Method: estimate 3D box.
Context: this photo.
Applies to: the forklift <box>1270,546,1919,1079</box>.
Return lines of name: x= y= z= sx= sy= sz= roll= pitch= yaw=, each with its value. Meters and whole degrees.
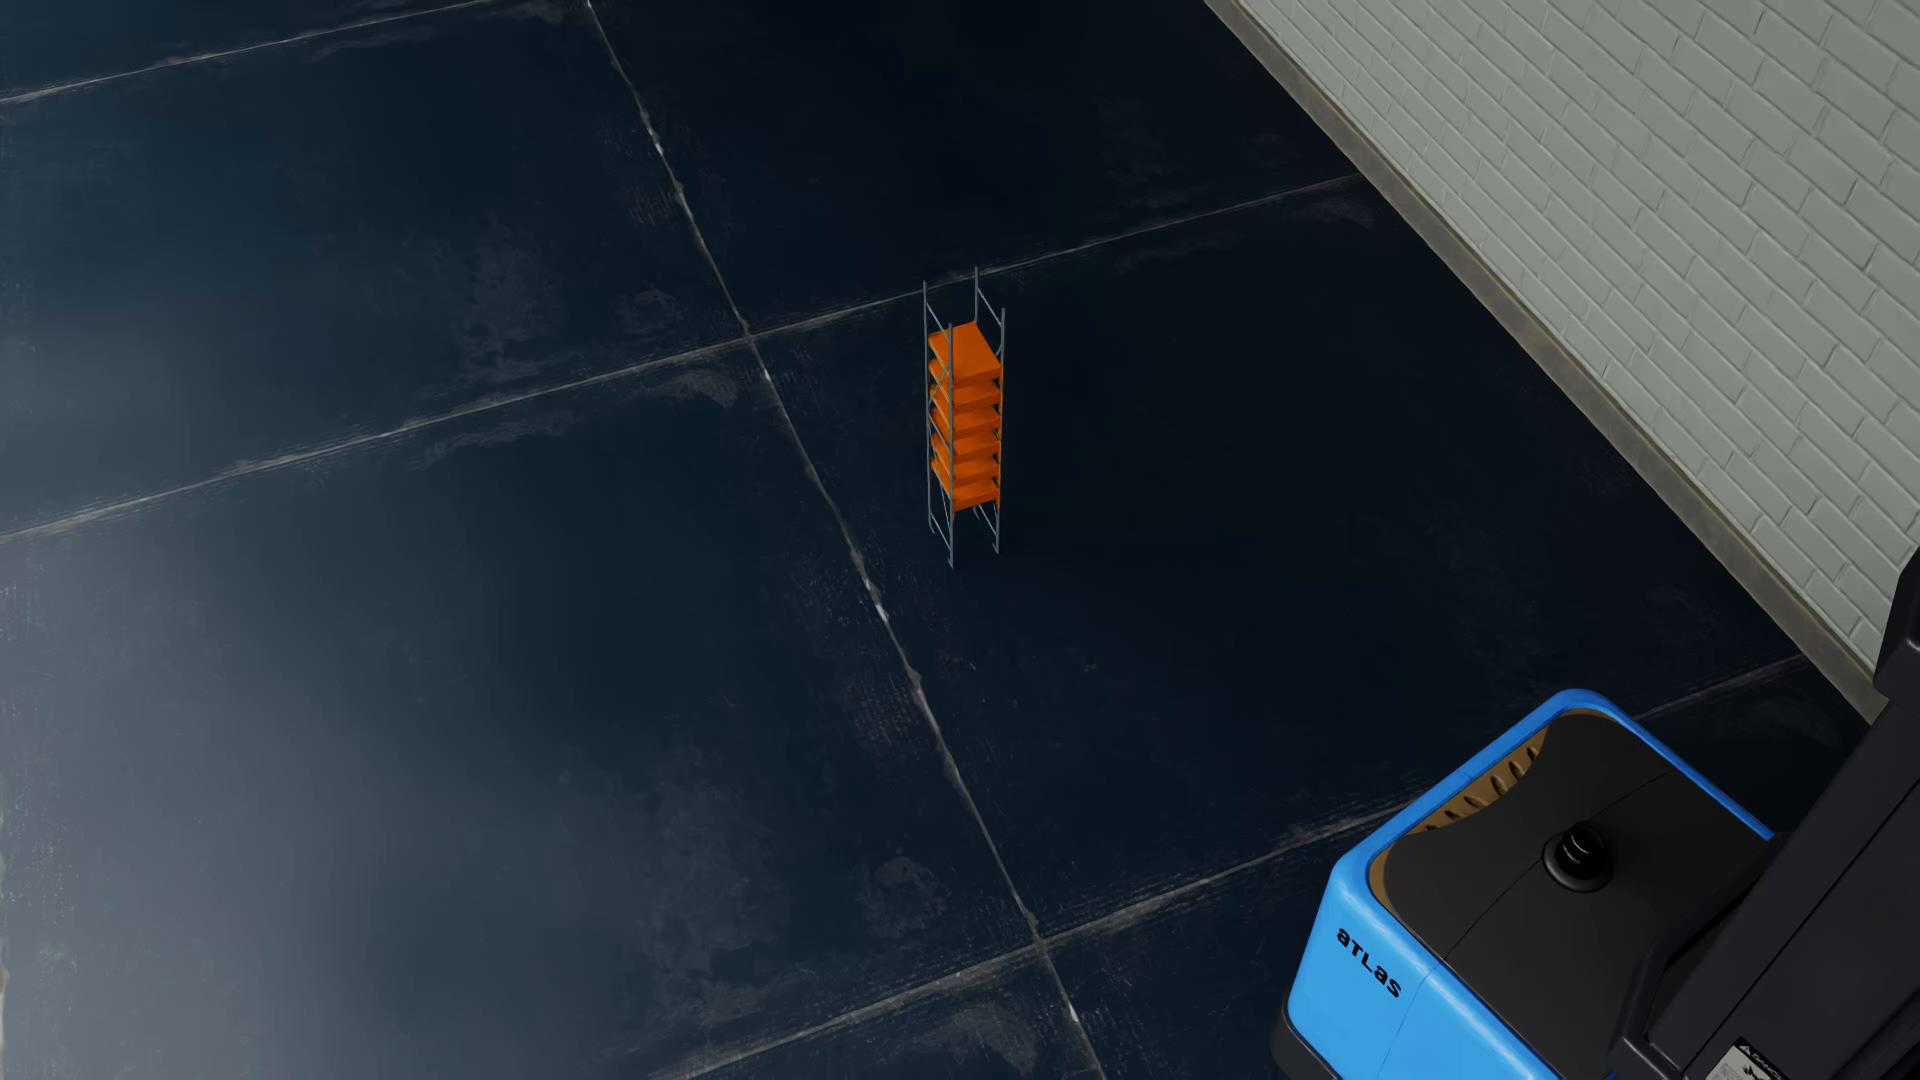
forklift: x=2.202 y=1.235 z=3.258 sx=1.130 sy=2.935 sz=3.031 roll=-30 pitch=56 yaw=-23

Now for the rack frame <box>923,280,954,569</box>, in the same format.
rack frame: x=-0.071 y=-0.369 z=5.776 sx=0.006 sy=1.200 sz=0.240 roll=-17 pitch=52 yaw=-14

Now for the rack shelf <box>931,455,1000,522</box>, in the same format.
rack shelf: x=0.013 y=-0.210 z=6.014 sx=0.180 sy=0.103 sz=0.258 roll=-17 pitch=52 yaw=-14

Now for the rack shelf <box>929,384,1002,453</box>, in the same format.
rack shelf: x=0.013 y=-0.444 z=5.741 sx=0.180 sy=0.103 sz=0.258 roll=-17 pitch=52 yaw=-14

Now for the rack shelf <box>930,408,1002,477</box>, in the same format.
rack shelf: x=0.013 y=-0.366 z=5.832 sx=0.180 sy=0.103 sz=0.258 roll=-17 pitch=52 yaw=-14

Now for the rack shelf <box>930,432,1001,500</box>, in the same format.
rack shelf: x=0.013 y=-0.288 z=5.923 sx=0.180 sy=0.103 sz=0.258 roll=-17 pitch=52 yaw=-14

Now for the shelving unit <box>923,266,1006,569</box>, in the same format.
shelving unit: x=0.013 y=-0.395 z=5.798 sx=0.189 sy=1.200 sz=0.258 roll=-17 pitch=52 yaw=-14

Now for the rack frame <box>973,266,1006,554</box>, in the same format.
rack frame: x=0.098 y=-0.421 z=5.821 sx=0.006 sy=1.200 sz=0.240 roll=-17 pitch=52 yaw=-14

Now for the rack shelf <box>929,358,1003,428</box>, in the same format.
rack shelf: x=0.013 y=-0.522 z=5.650 sx=0.180 sy=0.103 sz=0.258 roll=-17 pitch=52 yaw=-14

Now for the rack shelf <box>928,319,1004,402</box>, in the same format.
rack shelf: x=0.013 y=-0.601 z=5.559 sx=0.180 sy=0.103 sz=0.258 roll=-17 pitch=52 yaw=-14
